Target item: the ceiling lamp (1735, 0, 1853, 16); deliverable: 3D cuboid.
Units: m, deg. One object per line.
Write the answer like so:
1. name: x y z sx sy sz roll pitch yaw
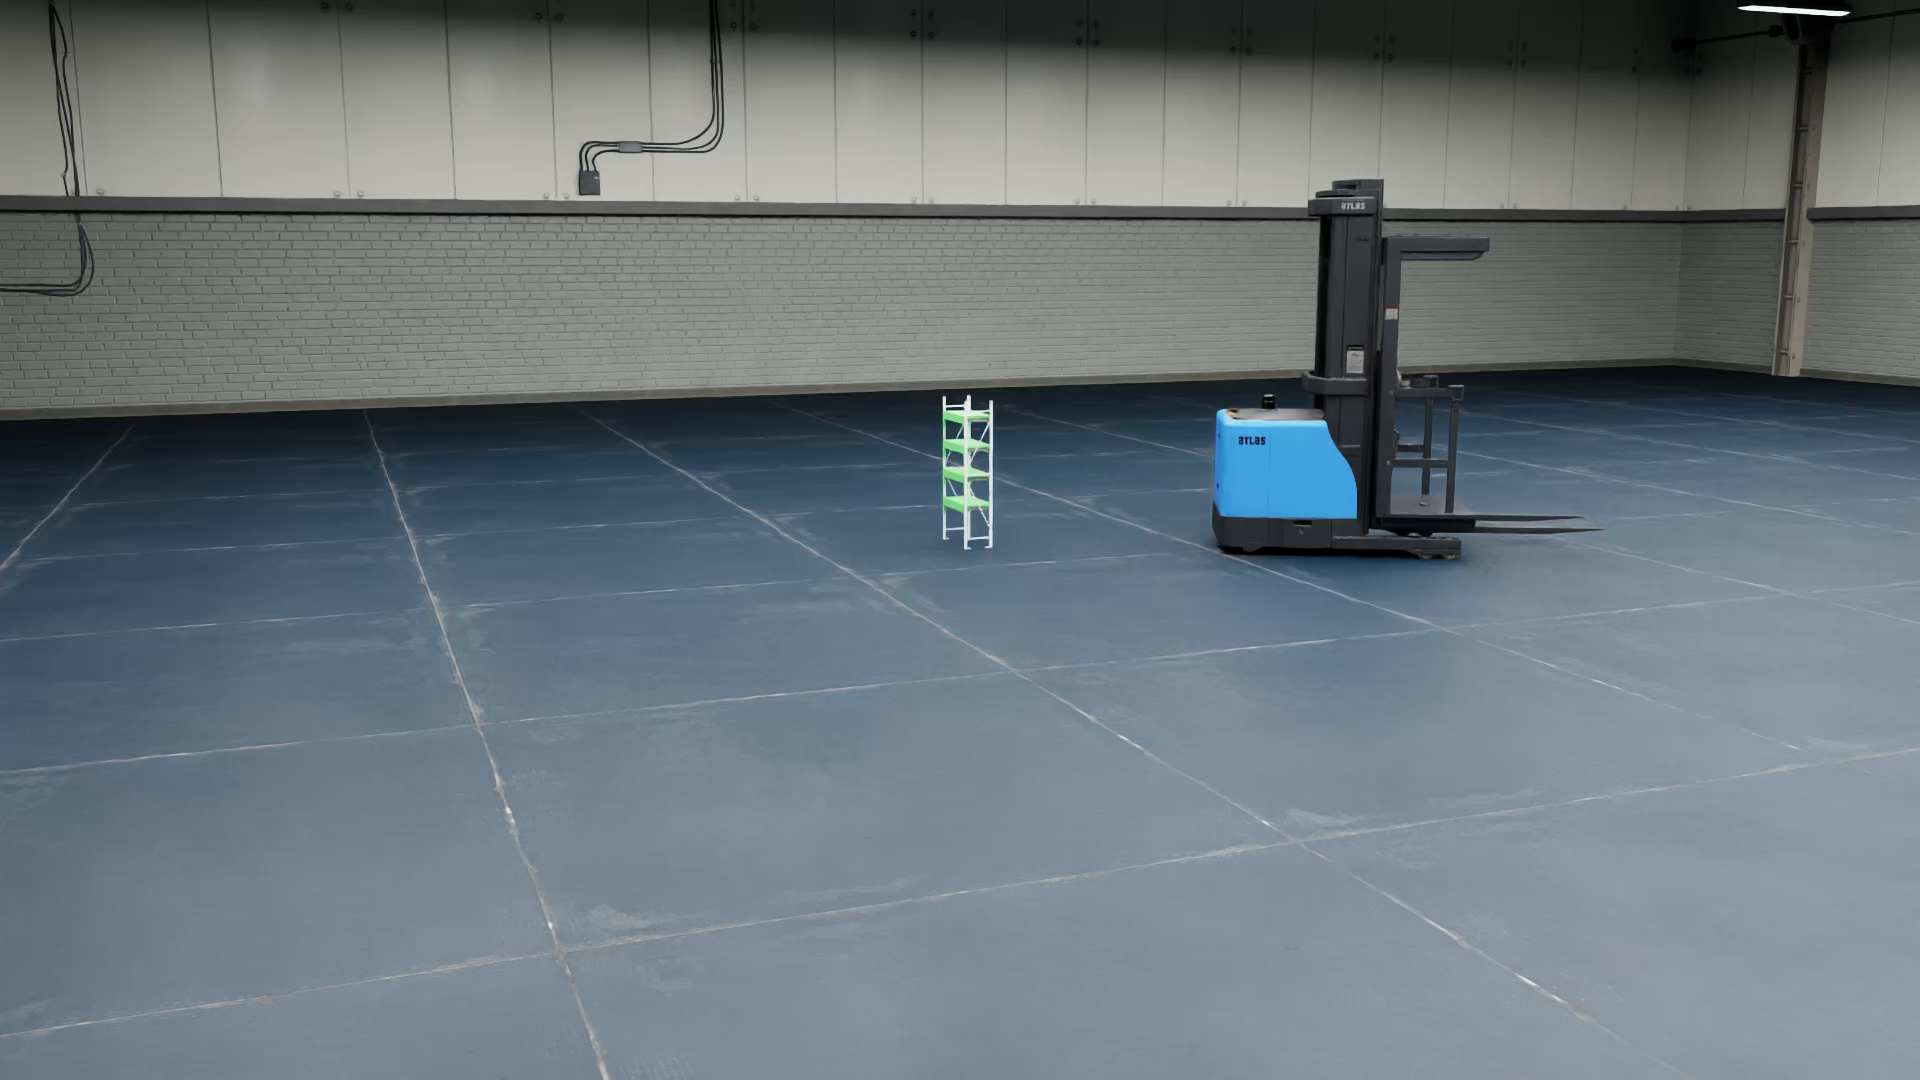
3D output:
1. ceiling lamp: 12.330 -9.453 24.703 2.000 3.185 0.800 -4 11 -21

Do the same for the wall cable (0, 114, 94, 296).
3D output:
1. wall cable: -13.641 -4.562 22.739 3.097 2.526 0.112 -4 11 -21

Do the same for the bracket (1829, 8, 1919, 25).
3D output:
1. bracket: 16.306 -8.787 27.343 0.076 0.066 4.783 -4 11 -21

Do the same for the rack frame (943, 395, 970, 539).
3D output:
1. rack frame: -0.028 -0.604 13.887 0.240 1.200 0.015 -4 11 -21

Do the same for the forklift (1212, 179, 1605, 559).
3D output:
1. forklift: 3.618 -1.390 13.367 3.031 2.935 1.130 1 10 5

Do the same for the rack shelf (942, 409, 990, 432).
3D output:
1. rack shelf: 0.060 -0.973 13.590 0.258 0.148 0.480 -4 11 -21

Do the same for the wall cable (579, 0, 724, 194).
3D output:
1. wall cable: -4.787 -8.365 25.541 2.305 6.003 0.169 -4 11 -21

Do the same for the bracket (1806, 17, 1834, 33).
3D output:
1. bracket: 15.372 -9.207 29.707 0.235 0.232 0.430 -4 11 -21

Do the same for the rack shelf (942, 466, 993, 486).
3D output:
1. rack shelf: 0.060 -0.501 13.674 0.258 0.148 0.480 -4 11 -21

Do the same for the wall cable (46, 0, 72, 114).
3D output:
1. wall cable: -11.120 -7.220 23.261 3.097 2.526 0.112 -4 11 -21

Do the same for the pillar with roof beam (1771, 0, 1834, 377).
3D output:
1. pillar with roof beam: 11.540 -7.252 28.994 9.100 9.000 0.548 -4 11 -21

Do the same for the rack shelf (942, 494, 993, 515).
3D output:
1. rack shelf: 0.060 -0.265 13.716 0.258 0.148 0.480 -4 11 -21

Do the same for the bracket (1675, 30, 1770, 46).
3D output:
1. bracket: 14.427 -9.633 32.102 0.076 0.066 3.189 -4 11 -21

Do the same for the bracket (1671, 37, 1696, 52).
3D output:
1. bracket: 14.213 -9.729 32.644 0.235 0.232 0.430 -4 11 -21

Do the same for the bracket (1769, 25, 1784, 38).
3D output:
1. bracket: 15.072 -9.343 30.469 0.235 0.232 0.430 -4 11 -21

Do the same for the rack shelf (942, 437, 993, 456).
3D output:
1. rack shelf: 0.060 -0.737 13.632 0.258 0.148 0.480 -4 11 -21

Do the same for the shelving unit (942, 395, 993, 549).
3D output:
1. shelving unit: 0.060 -0.564 13.663 0.258 1.200 0.503 -4 11 -21

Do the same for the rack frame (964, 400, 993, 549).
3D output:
1. rack frame: 0.148 -0.524 13.439 0.240 1.200 0.015 -4 11 -21
